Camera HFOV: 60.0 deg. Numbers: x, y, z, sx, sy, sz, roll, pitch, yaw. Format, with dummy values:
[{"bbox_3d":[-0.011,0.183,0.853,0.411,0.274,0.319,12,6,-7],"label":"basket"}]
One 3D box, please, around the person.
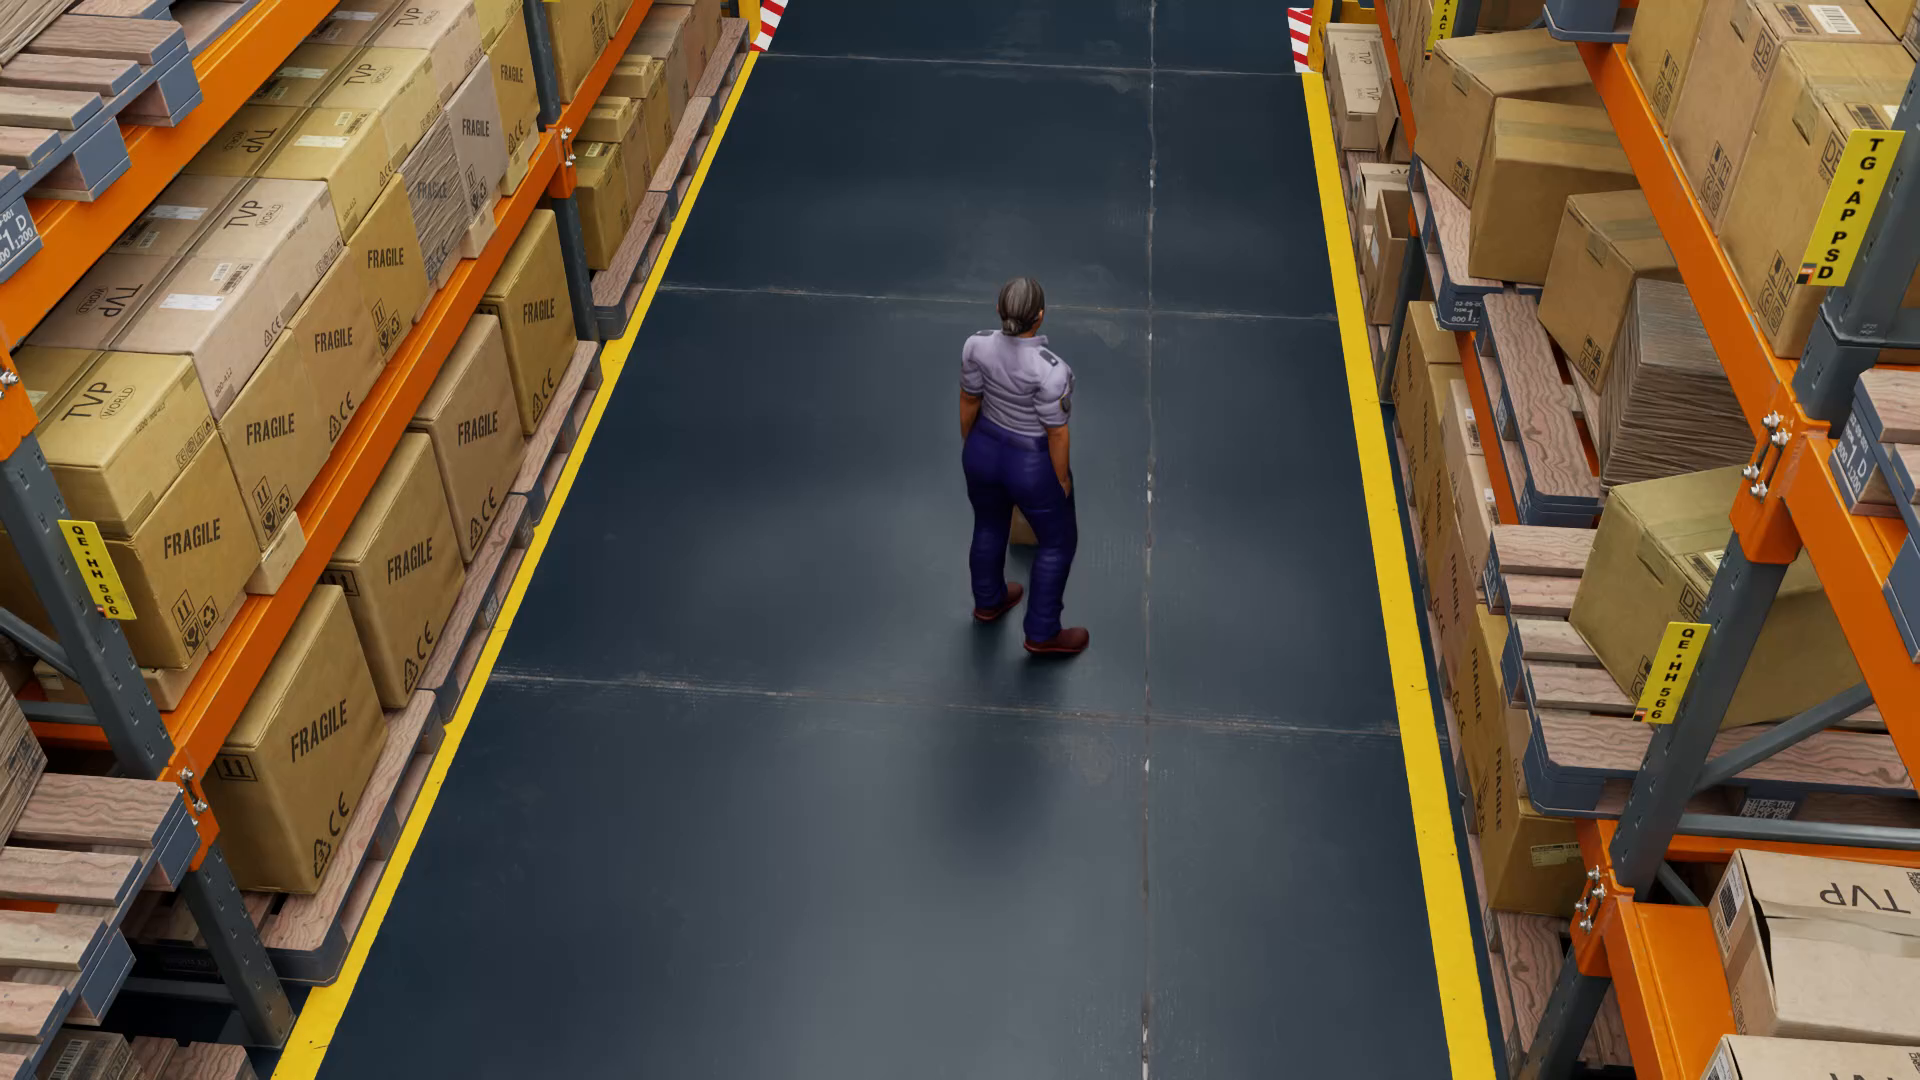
[{"bbox_3d":[0.259,-0.279,6.494,0.610,1.665,0.392,22,45,24],"label":"person"}]
